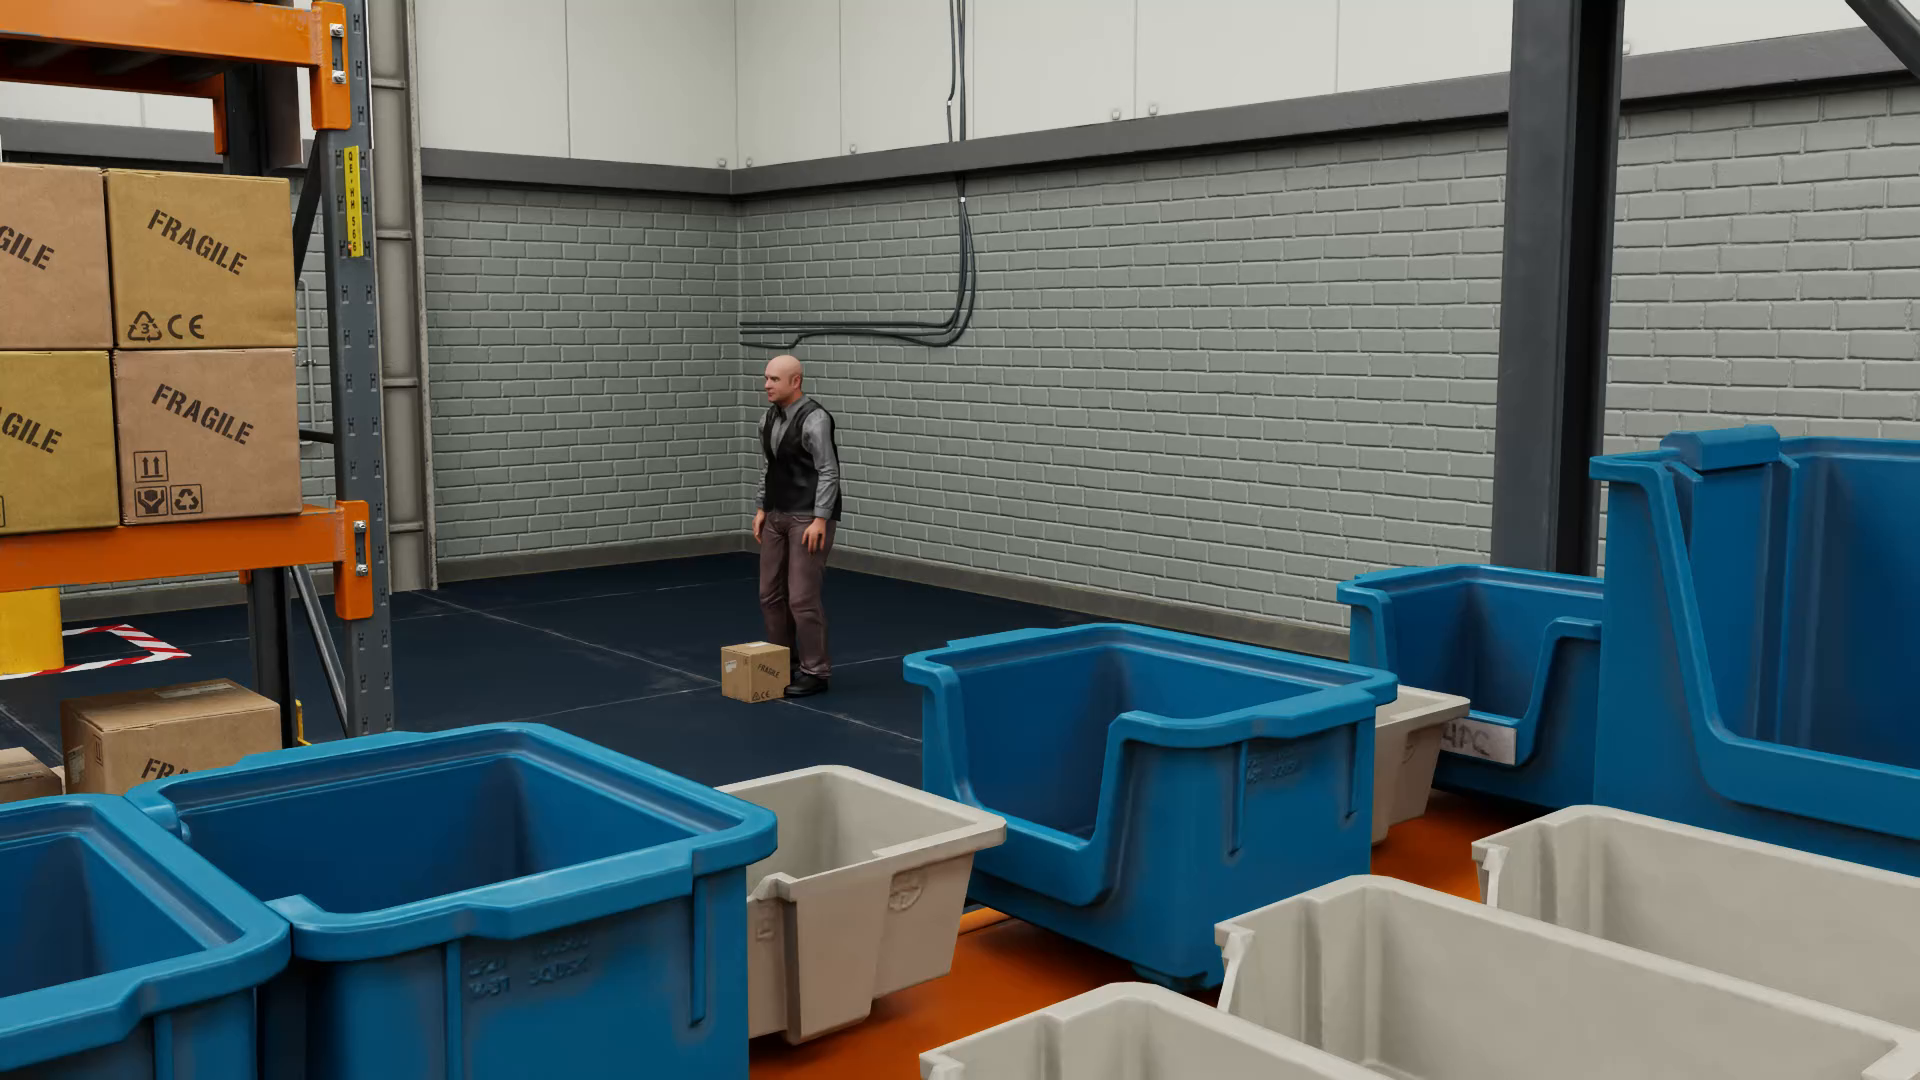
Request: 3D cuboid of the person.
[{"bbox_3d":[-0.832,-0.085,8.533,0.414,1.721,0.580,-6,10,-41],"label":"person"}]
